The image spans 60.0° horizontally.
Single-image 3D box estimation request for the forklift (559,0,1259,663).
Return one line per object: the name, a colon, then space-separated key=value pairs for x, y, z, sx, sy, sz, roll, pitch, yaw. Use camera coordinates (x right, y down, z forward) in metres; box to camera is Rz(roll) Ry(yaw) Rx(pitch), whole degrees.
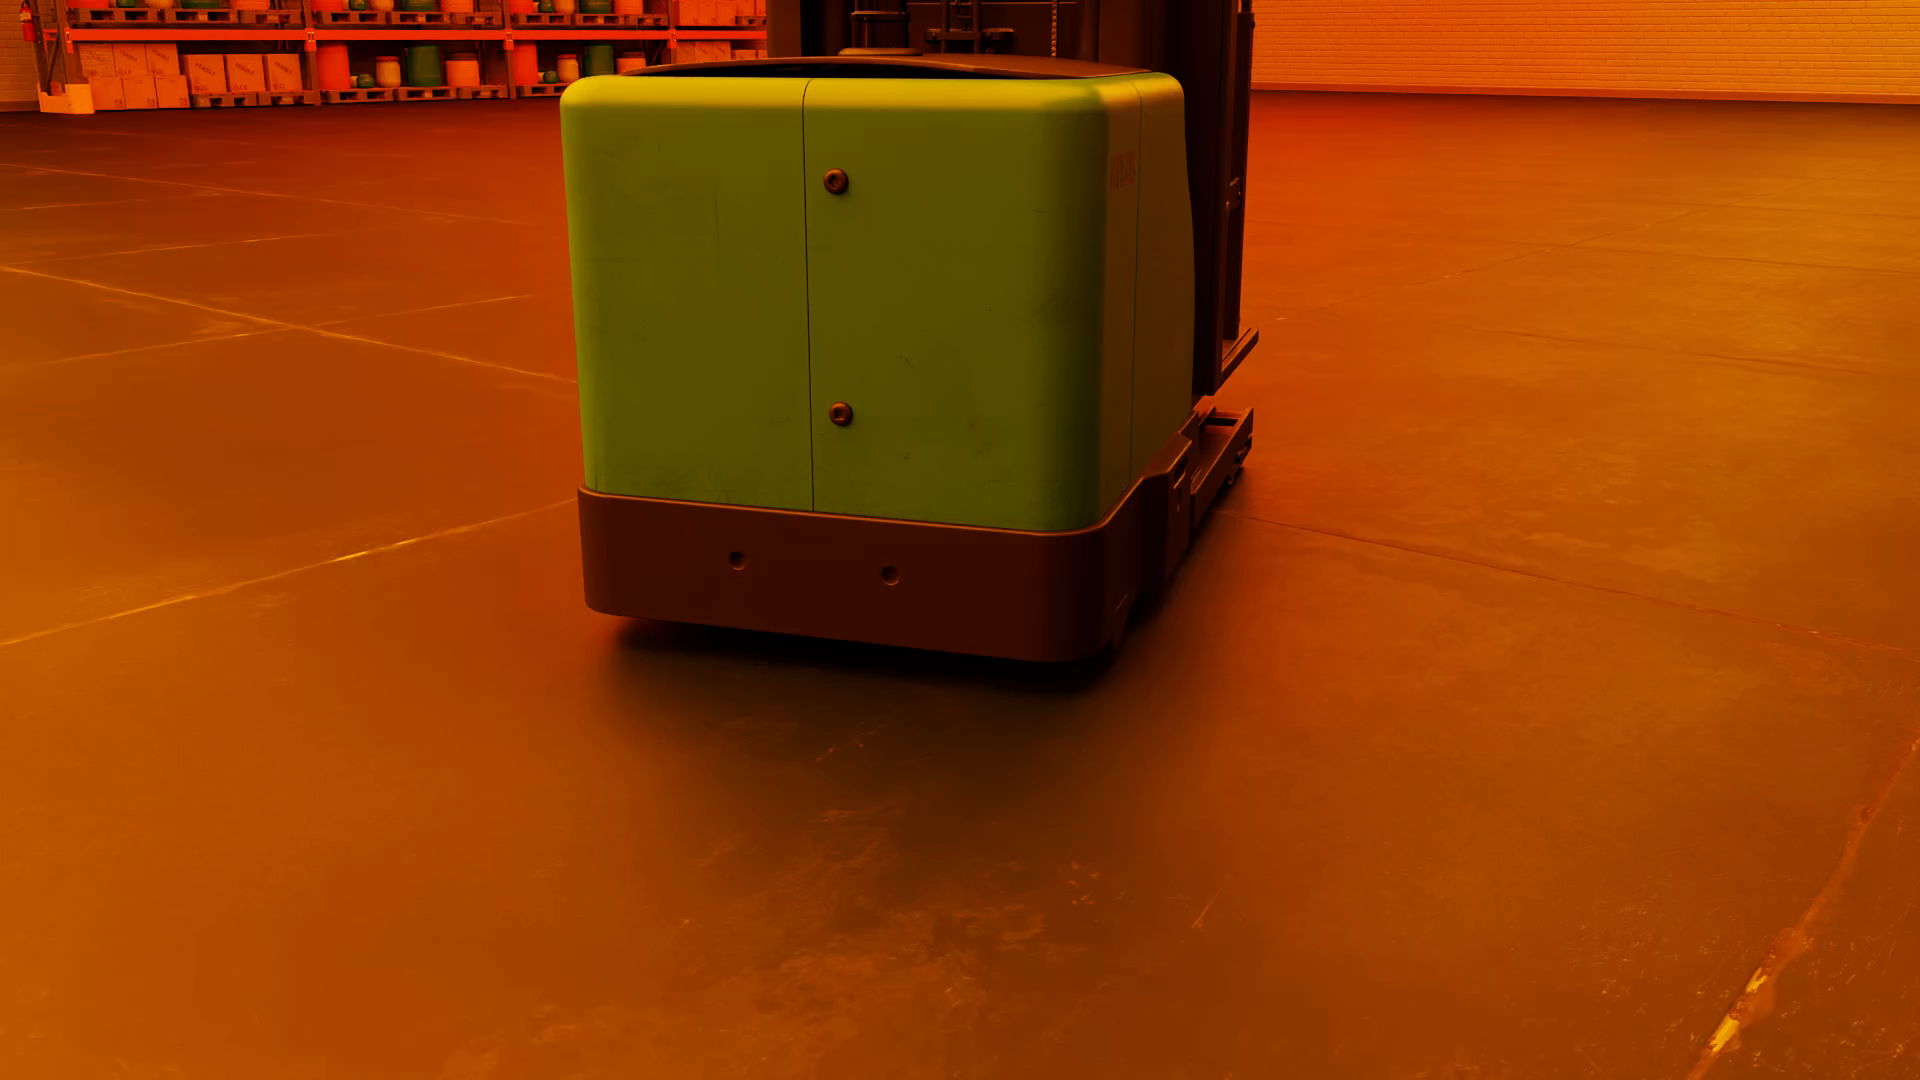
forklift: x=0.182 y=-1.571 z=4.072 sx=1.130 sy=2.935 sz=3.031 roll=5 pitch=18 yaw=17
